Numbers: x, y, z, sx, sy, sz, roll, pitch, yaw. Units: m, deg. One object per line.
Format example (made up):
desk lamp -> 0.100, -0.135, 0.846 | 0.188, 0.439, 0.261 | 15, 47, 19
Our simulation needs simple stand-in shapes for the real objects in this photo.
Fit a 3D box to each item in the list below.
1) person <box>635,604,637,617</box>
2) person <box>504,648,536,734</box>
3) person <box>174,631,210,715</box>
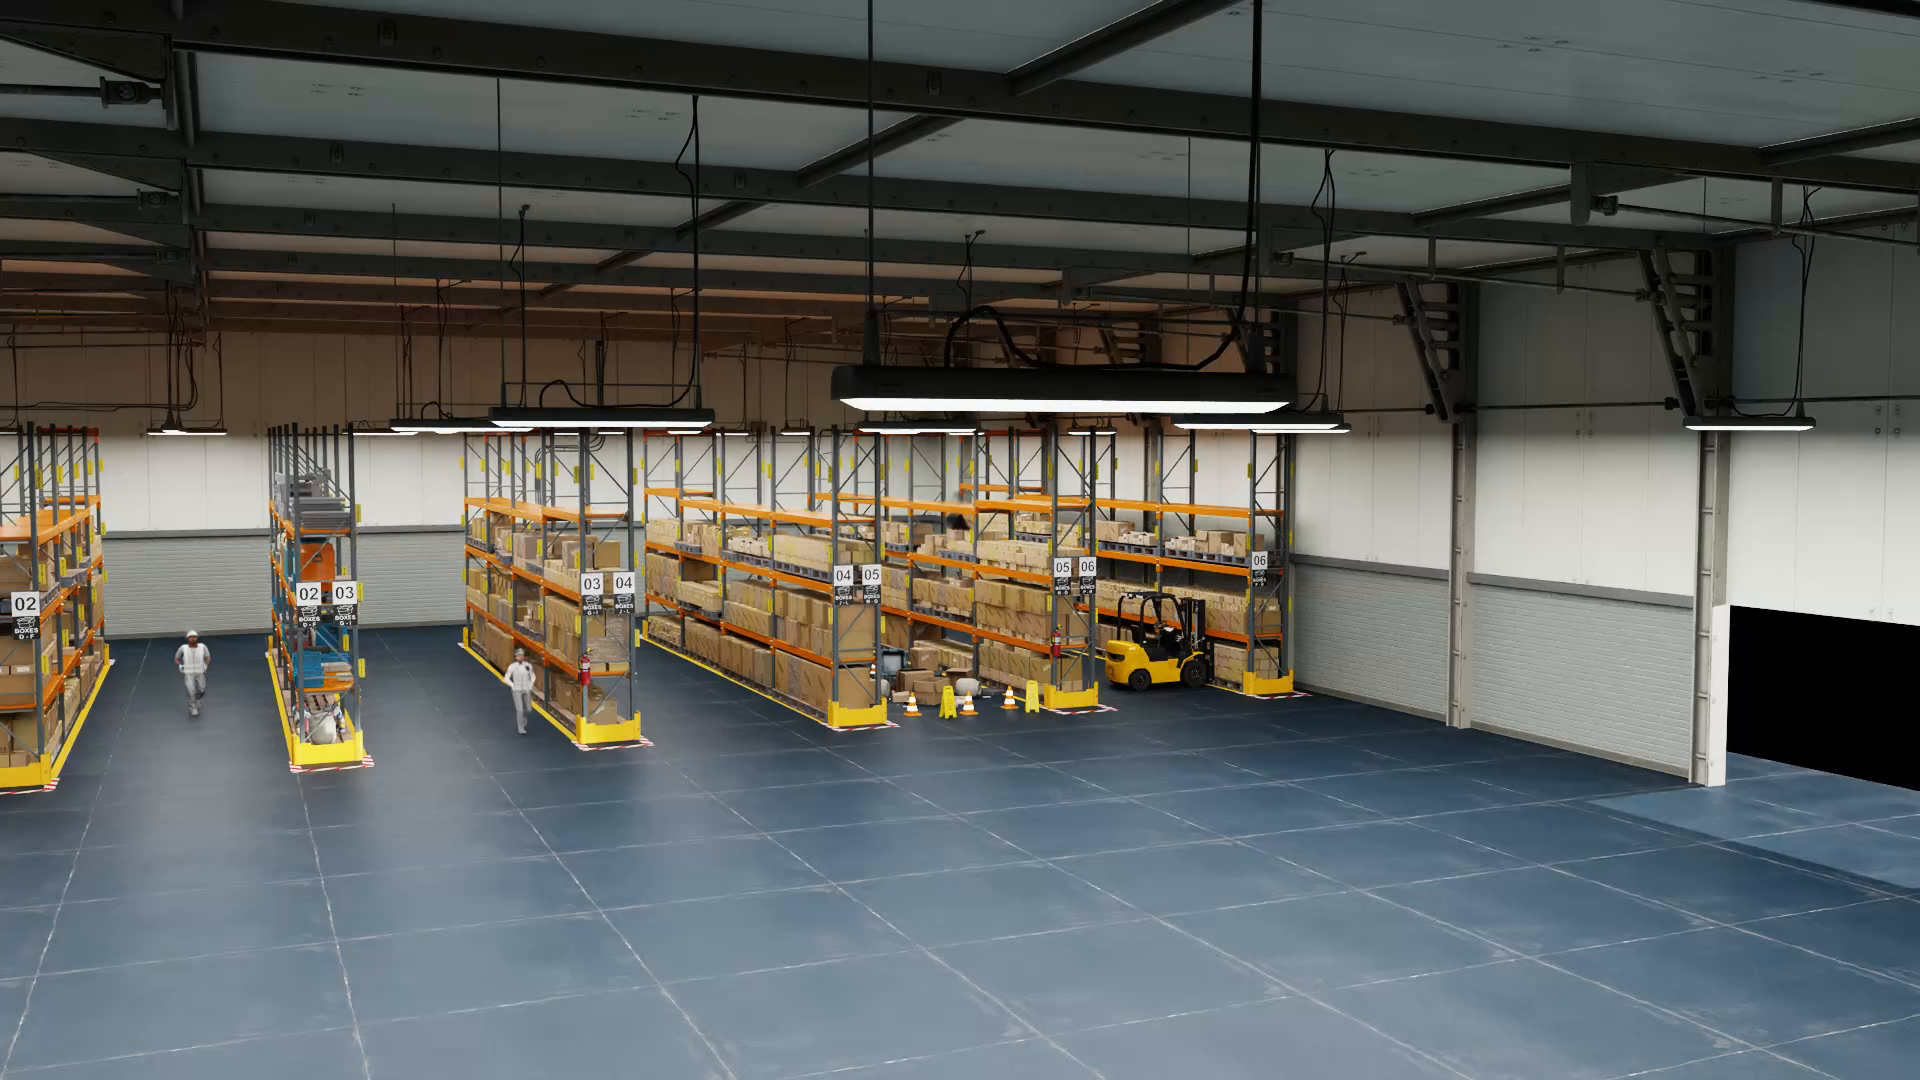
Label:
person -> -8.946, 2.221, 44.530 | 0.576, 1.609, 0.780 | -2, 4, -33
person -> -8.555, 2.919, 32.358 | 0.614, 1.647, 0.580 | -2, 4, -27
person -> -15.902, 2.749, 34.473 | 0.685, 1.735, 0.675 | -2, 4, -32
